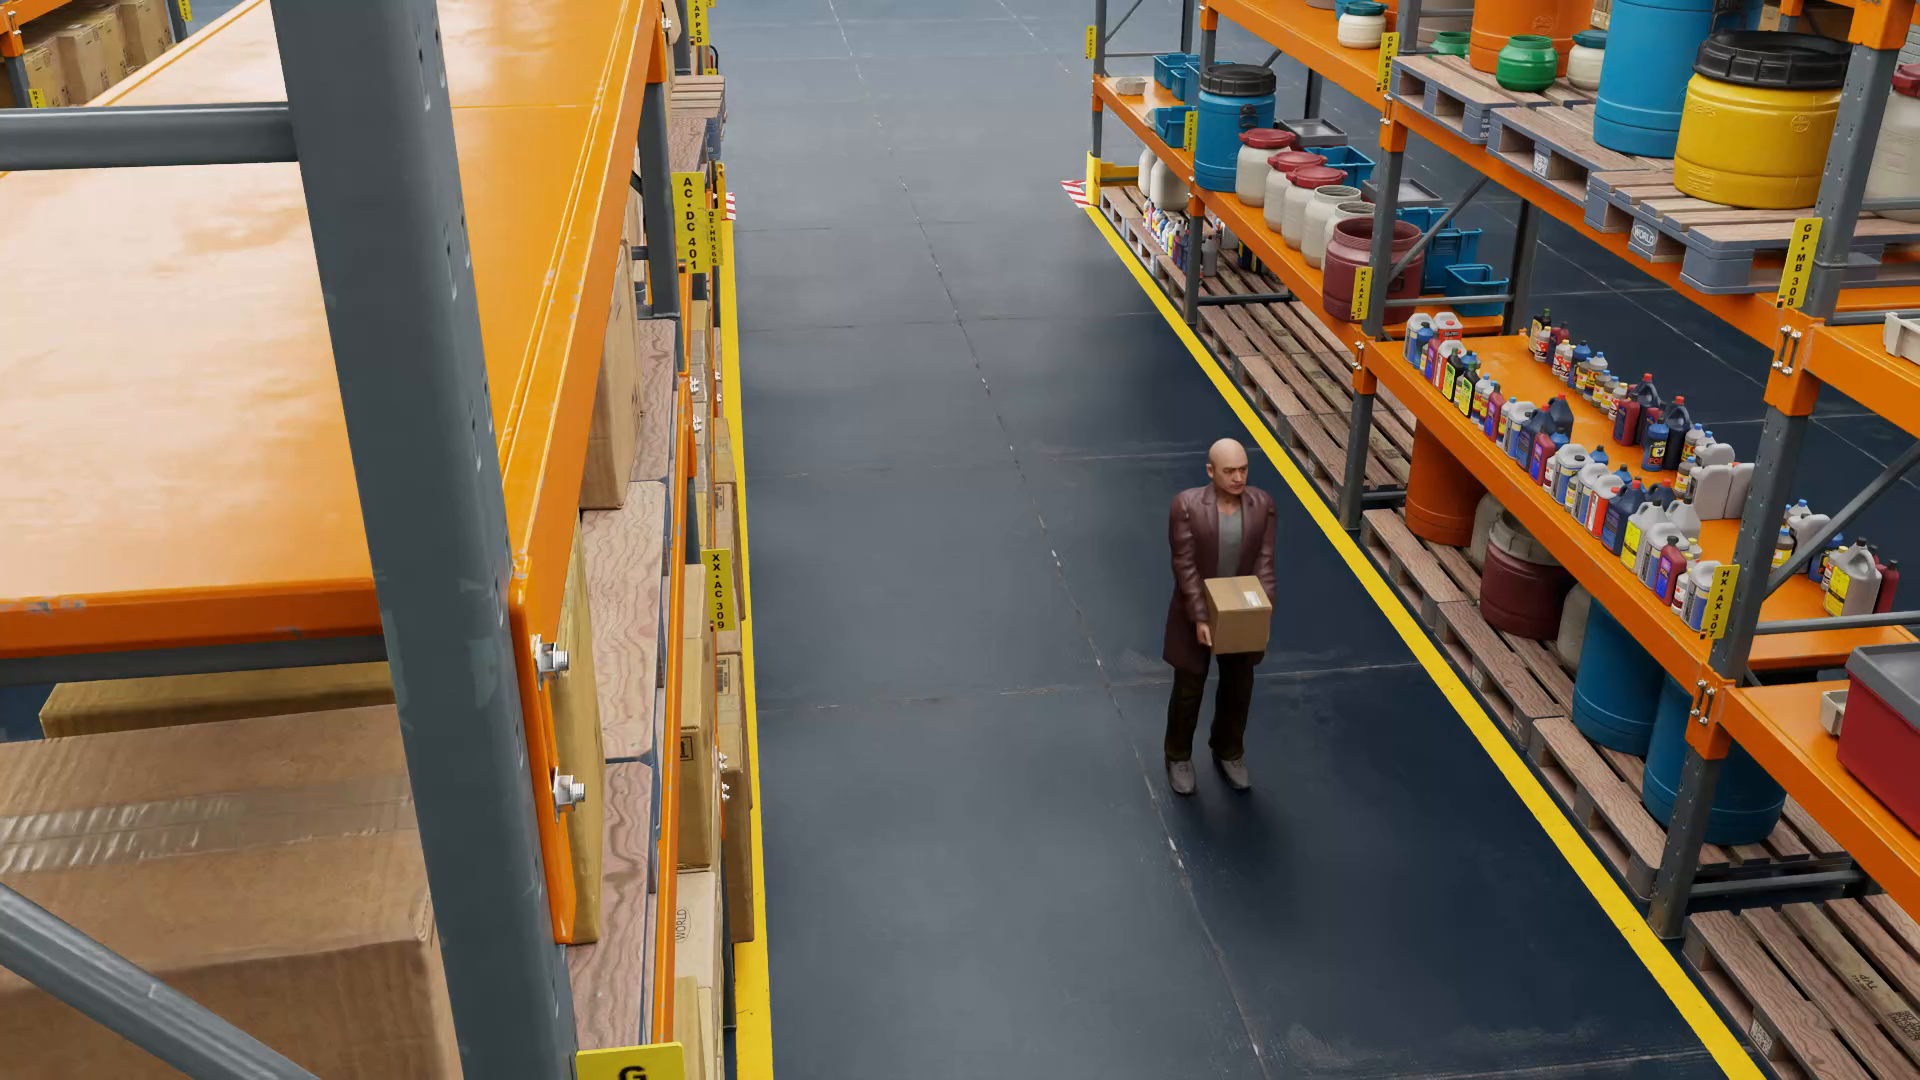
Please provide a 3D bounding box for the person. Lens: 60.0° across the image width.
[{"bbox_3d":[1.236,0.447,7.853,0.524,1.687,0.545,-4,27,-7],"label":"person"}]
